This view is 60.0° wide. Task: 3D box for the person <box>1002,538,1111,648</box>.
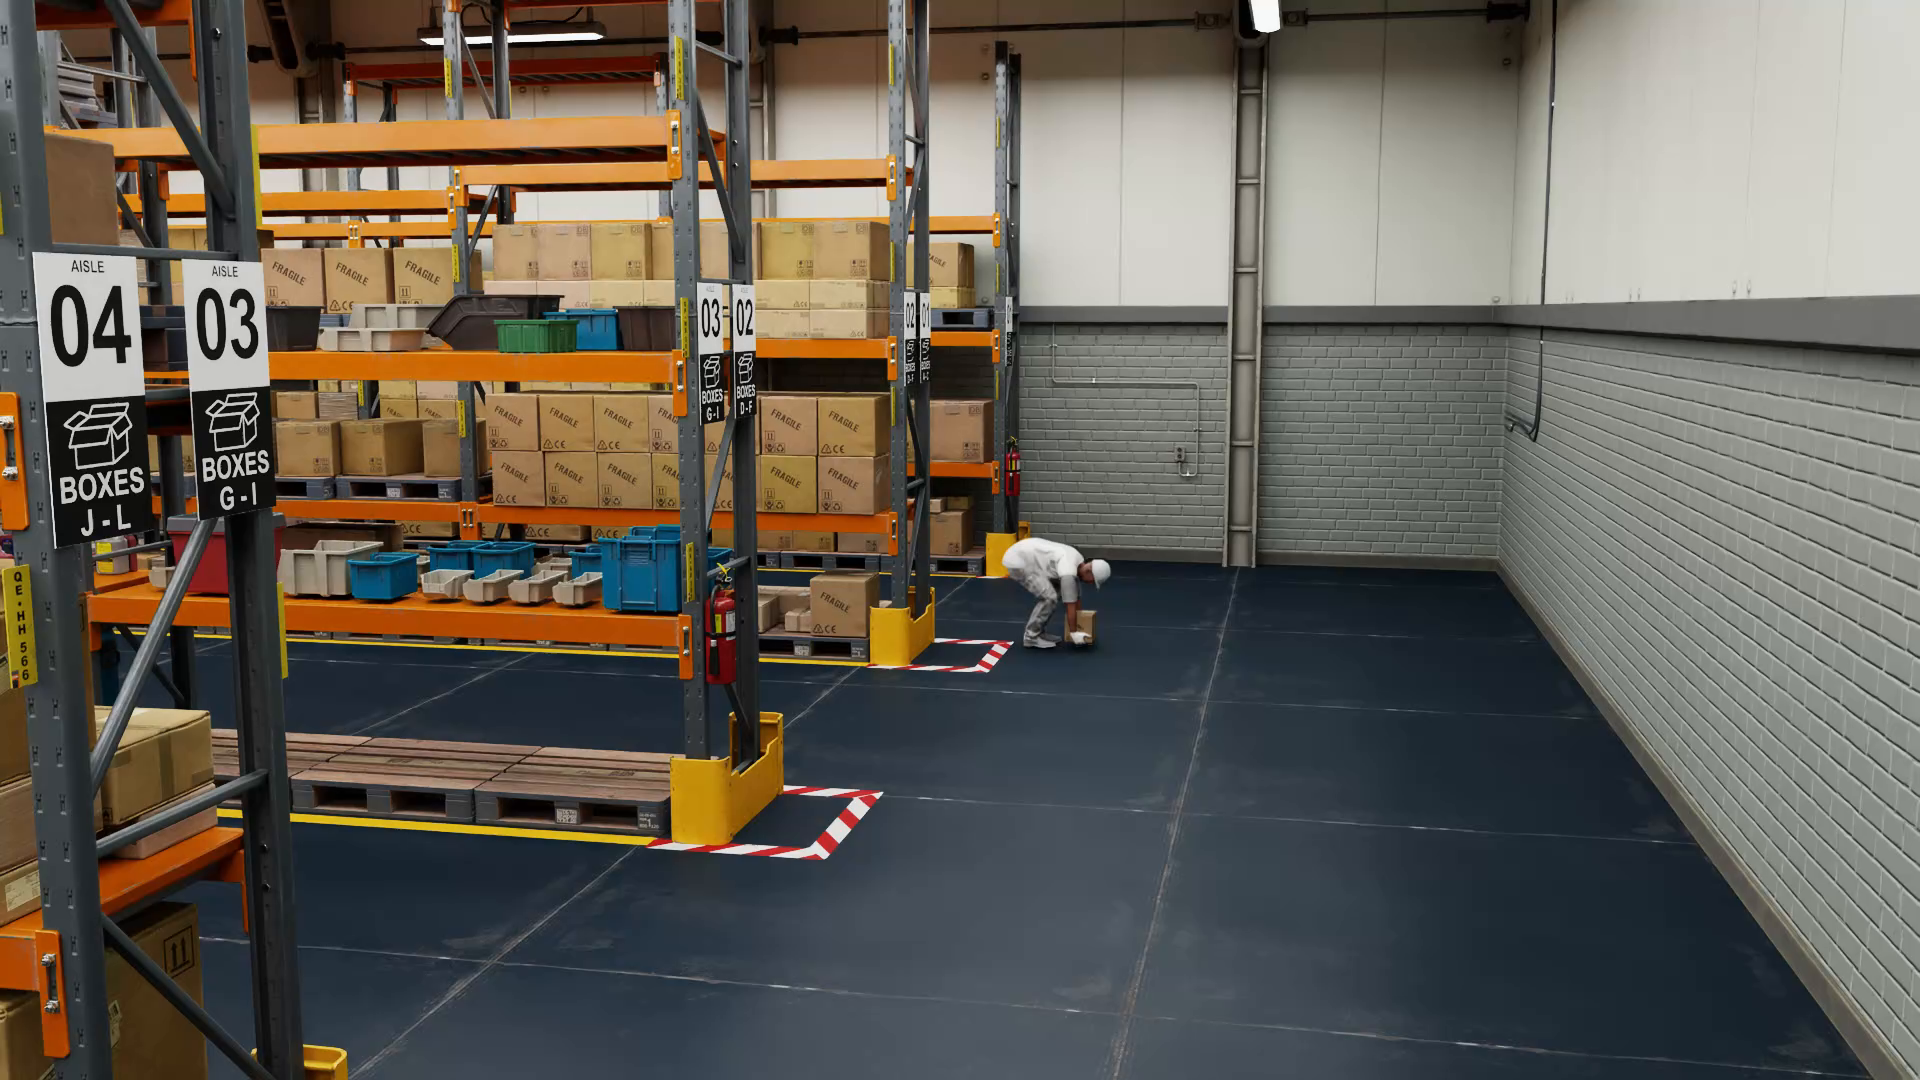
[{"bbox_3d":[0.880,0.478,15.162,0.980,0.989,0.523,2,8,13],"label":"person"}]
